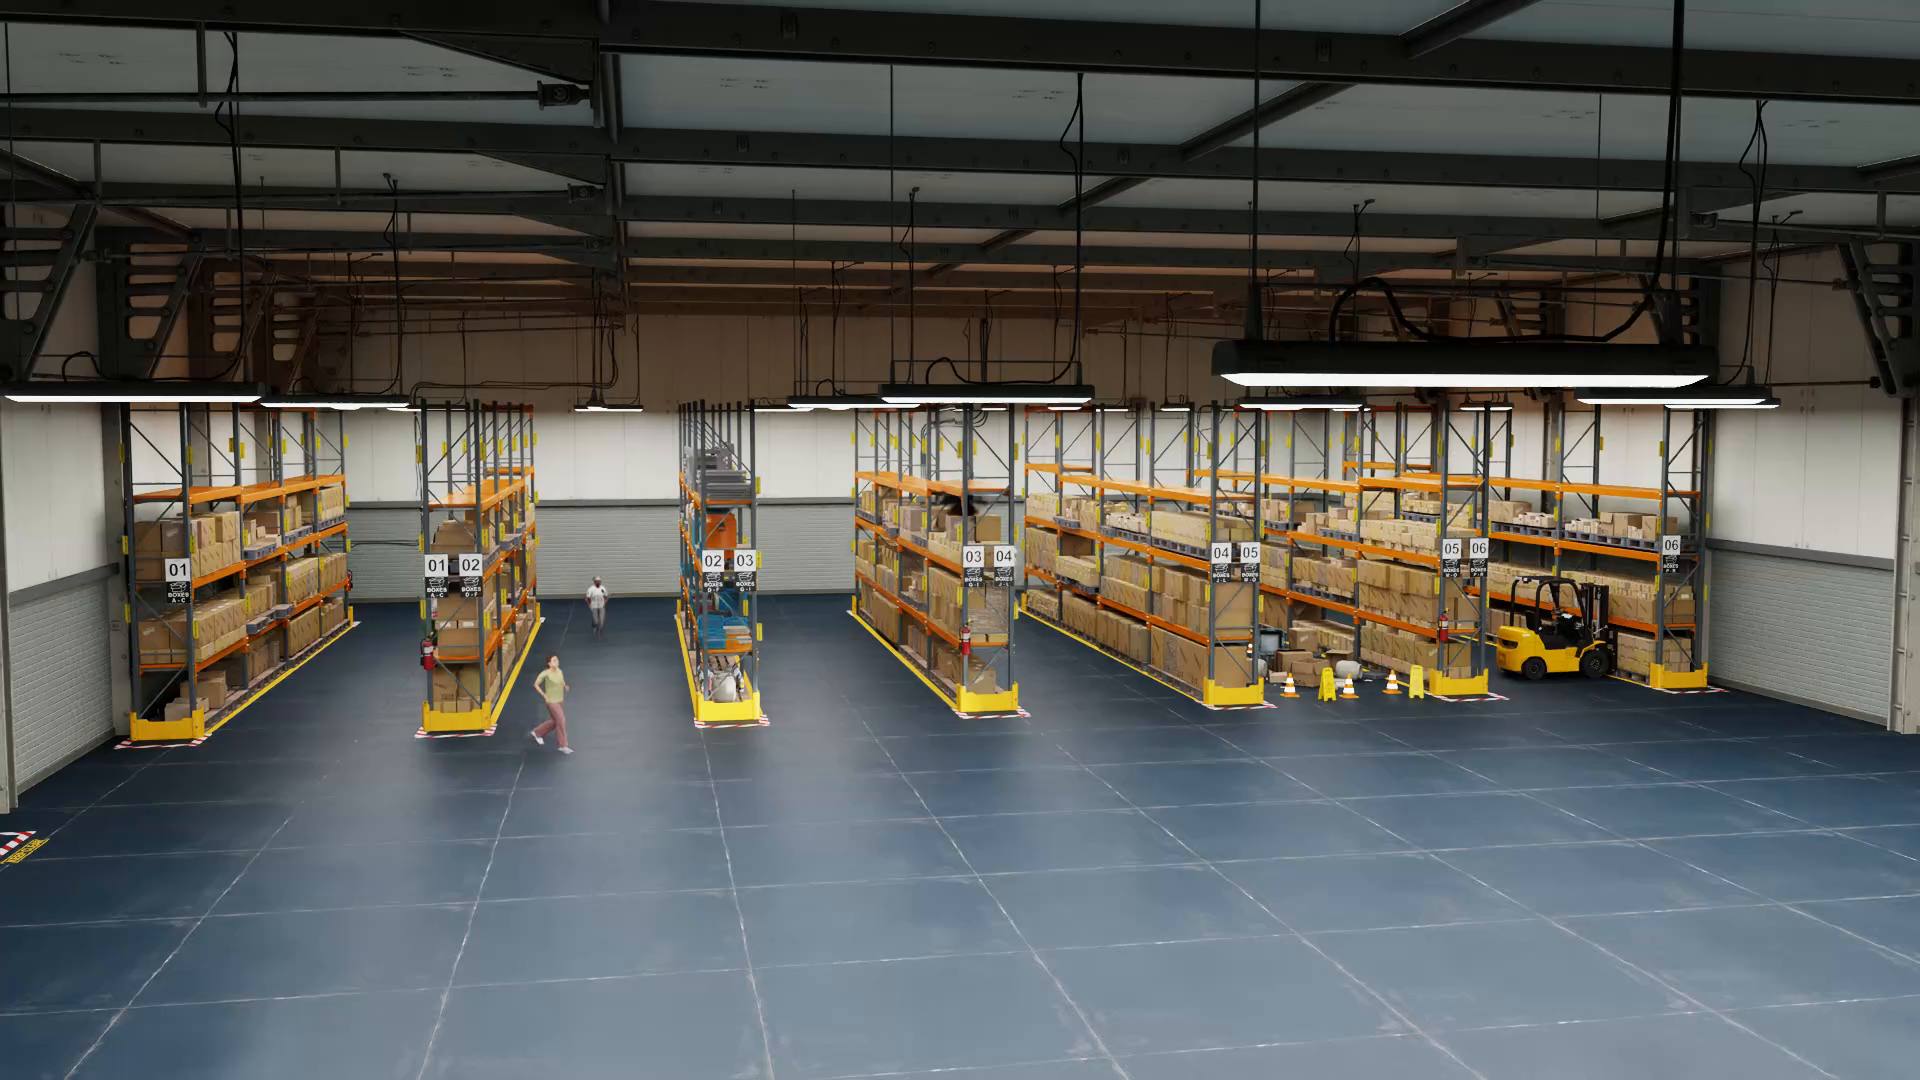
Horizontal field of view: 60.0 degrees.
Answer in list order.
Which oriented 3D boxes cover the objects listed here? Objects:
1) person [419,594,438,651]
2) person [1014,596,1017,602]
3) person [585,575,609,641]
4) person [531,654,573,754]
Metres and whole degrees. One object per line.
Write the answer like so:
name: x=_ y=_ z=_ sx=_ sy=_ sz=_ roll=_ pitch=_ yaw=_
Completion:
person: x=-12.504 y=1.863 z=39.414 sx=0.647 sy=1.748 sz=0.735 roll=-1 pitch=4 yaw=-10
person: x=1.259 y=1.117 z=49.420 sx=0.956 sy=1.719 sz=0.678 roll=-1 pitch=5 yaw=-18
person: x=-9.197 y=1.722 z=42.201 sx=0.584 sy=1.661 sz=0.561 roll=-2 pitch=5 yaw=-22
person: x=-6.906 y=2.765 z=28.258 sx=0.810 sy=1.674 sz=0.569 roll=2 pitch=5 yaw=25
